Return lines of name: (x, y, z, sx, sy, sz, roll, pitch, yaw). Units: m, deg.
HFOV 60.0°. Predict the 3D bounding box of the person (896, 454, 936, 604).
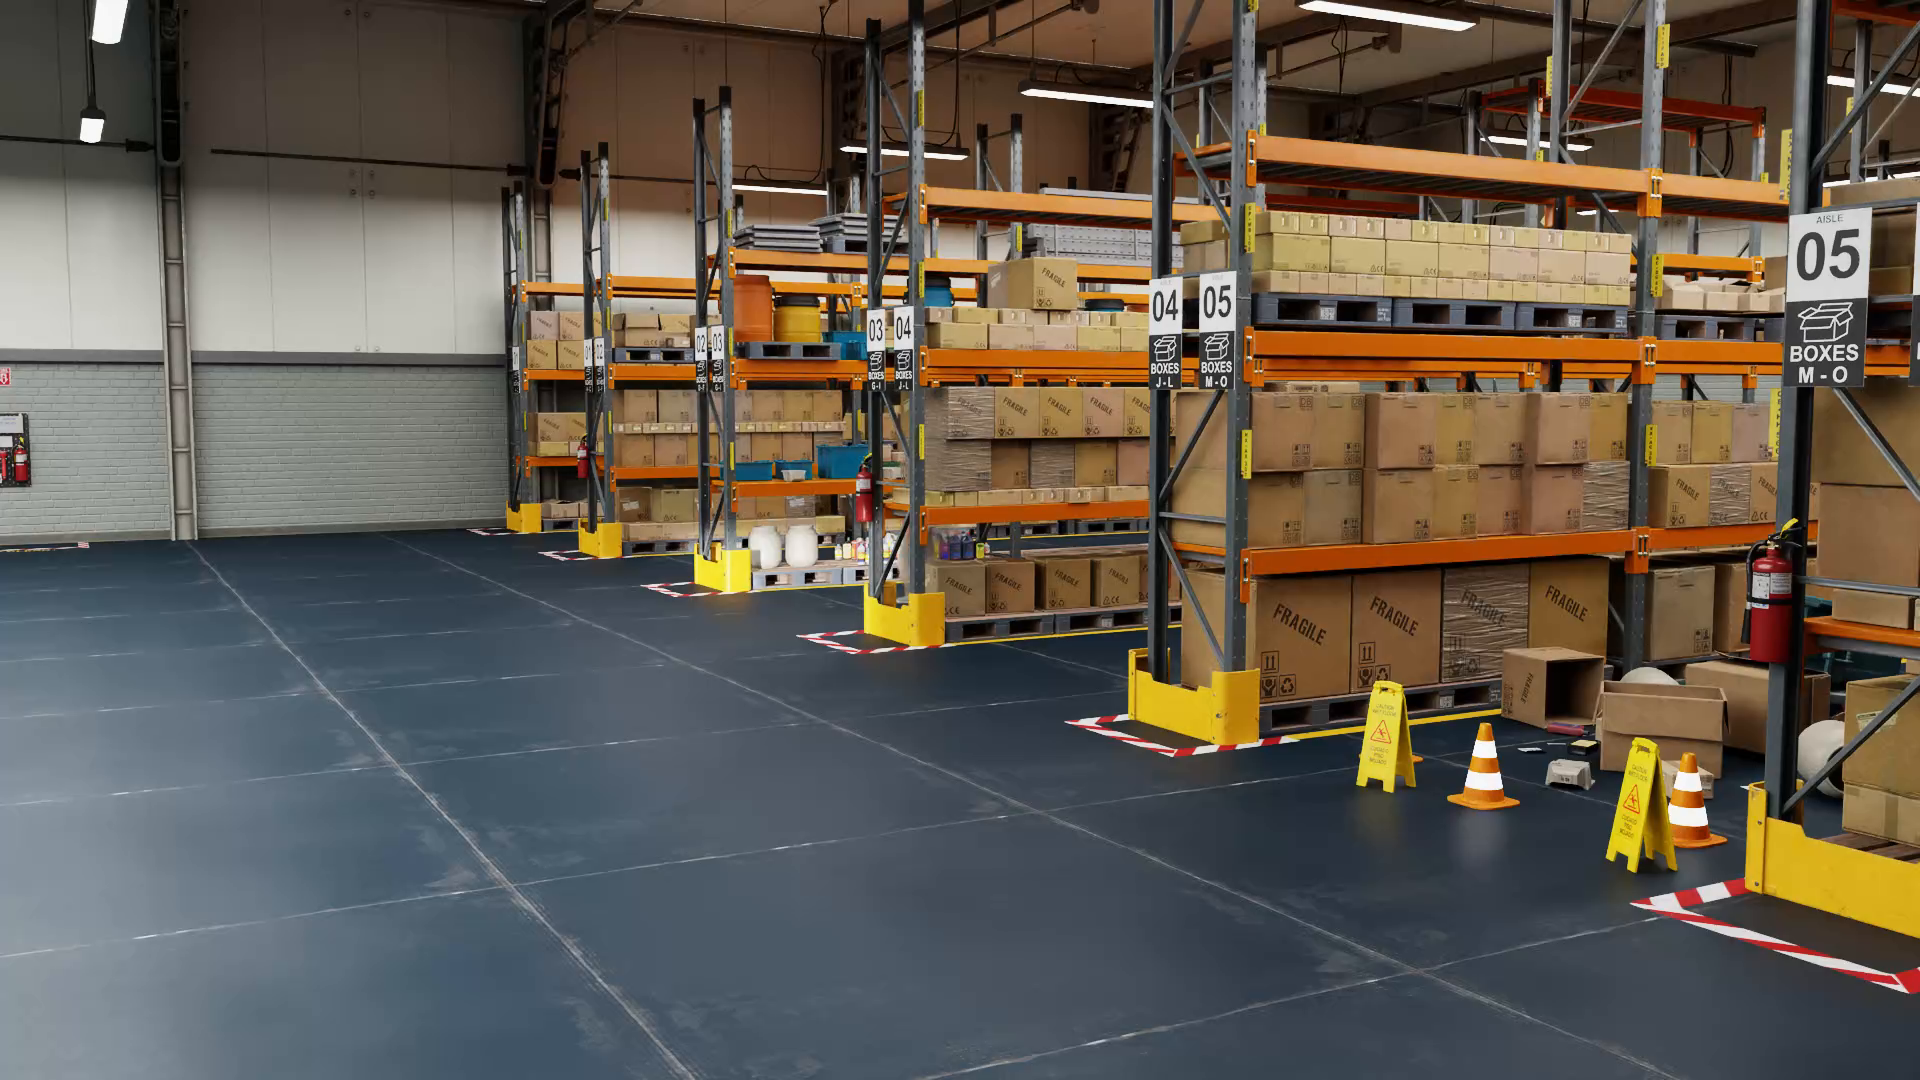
person: (-0.461, -0.132, 18.886, 0.582, 1.713, 0.576, 3, 6, 28)
